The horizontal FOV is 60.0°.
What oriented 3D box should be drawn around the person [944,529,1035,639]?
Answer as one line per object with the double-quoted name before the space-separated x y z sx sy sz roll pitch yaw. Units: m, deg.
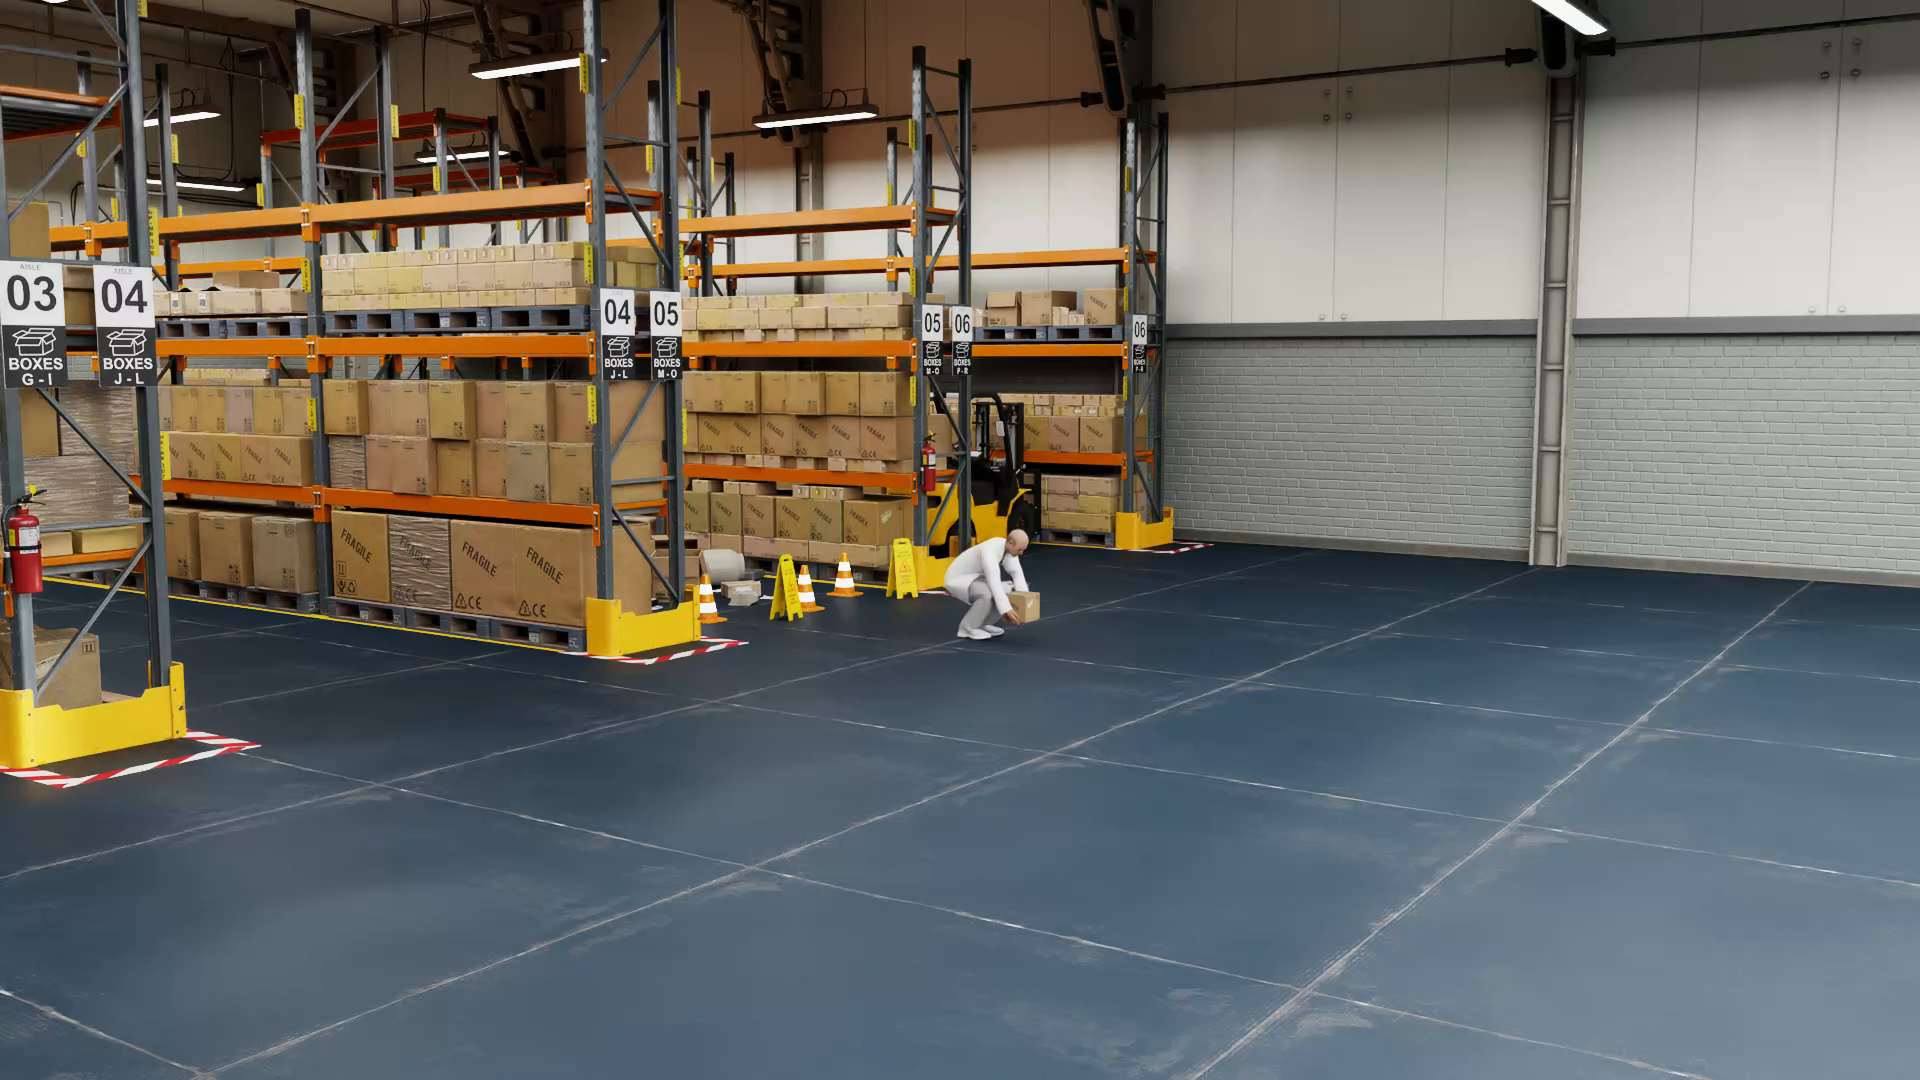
"person" 0.276 0.400 15.534 0.896 1.033 0.607 4 7 33
